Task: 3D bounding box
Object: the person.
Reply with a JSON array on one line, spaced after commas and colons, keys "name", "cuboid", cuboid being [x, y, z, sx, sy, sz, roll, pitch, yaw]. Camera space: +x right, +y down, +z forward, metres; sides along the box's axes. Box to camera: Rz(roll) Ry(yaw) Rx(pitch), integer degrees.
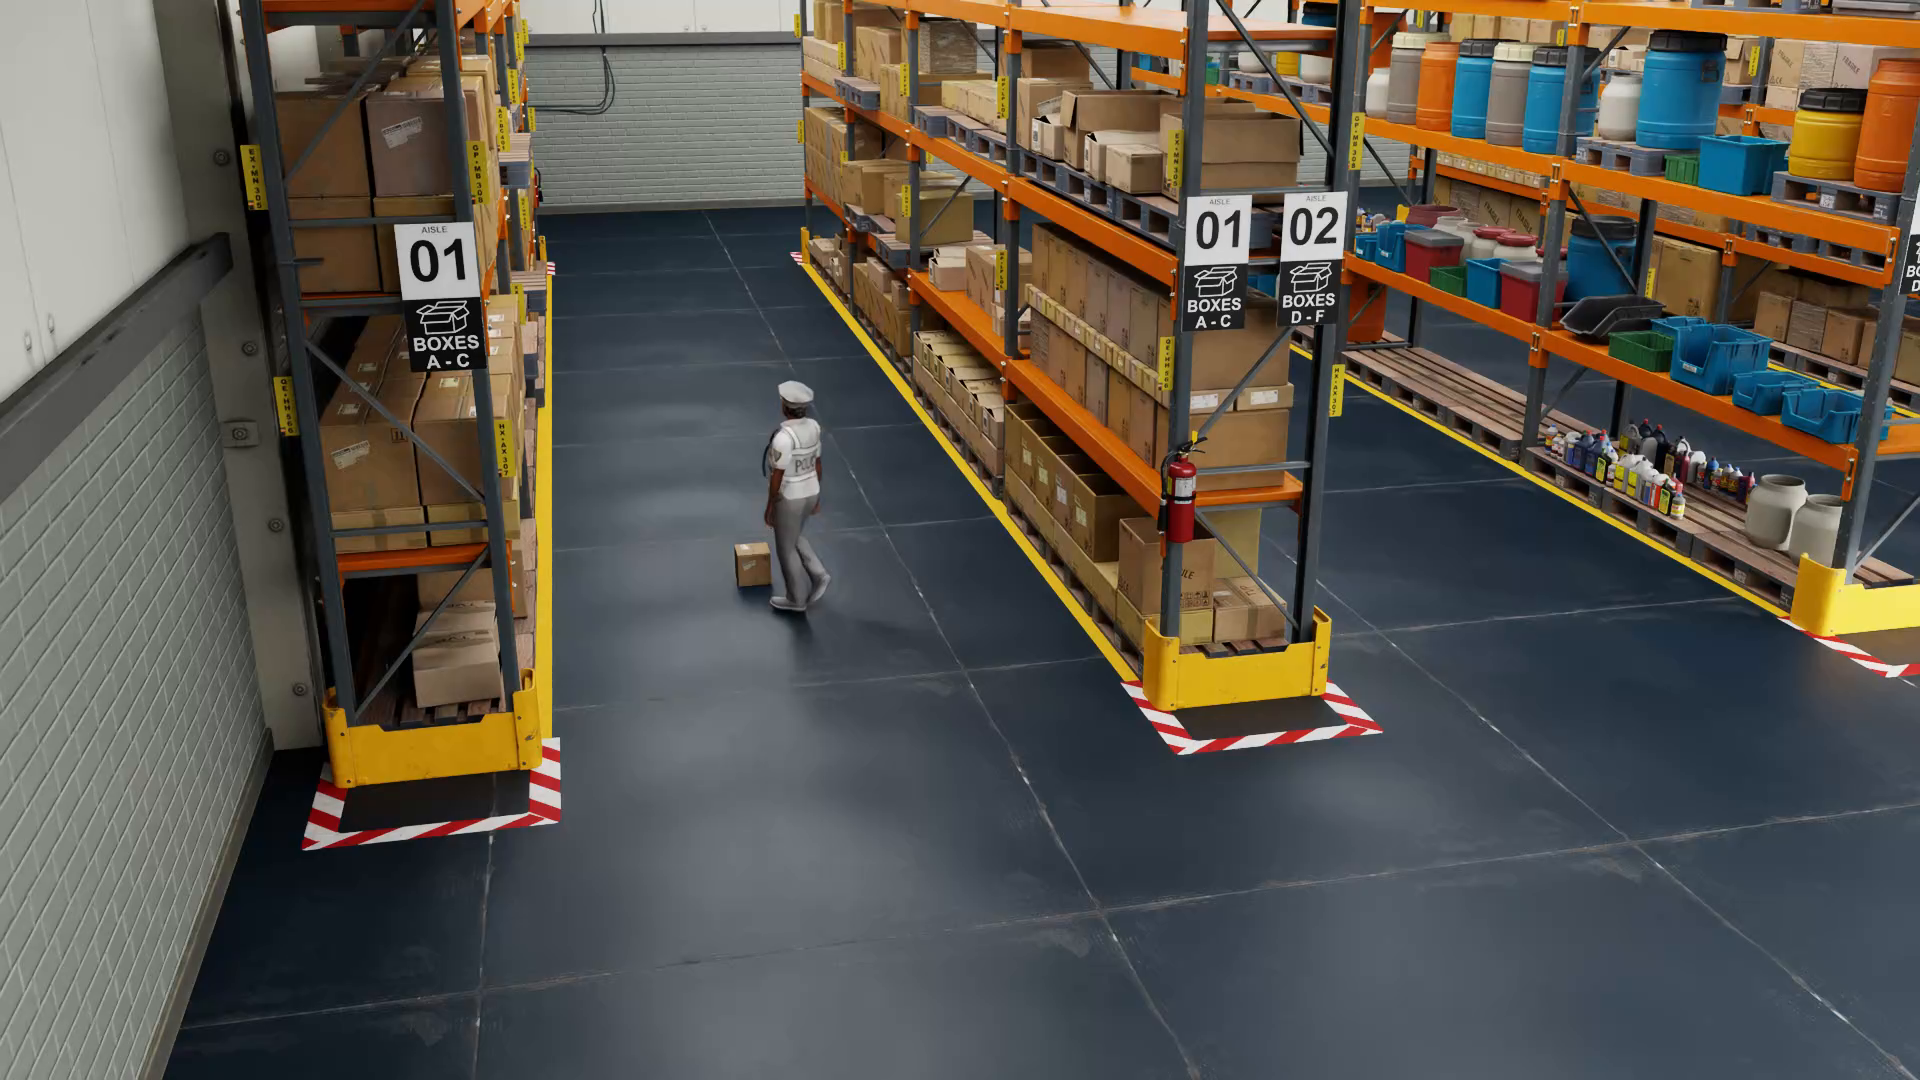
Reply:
[{"name": "person", "cuboid": [-1.399, -0.344, 11.991, 0.904, 1.631, 0.498, 15, 25, 35]}]
